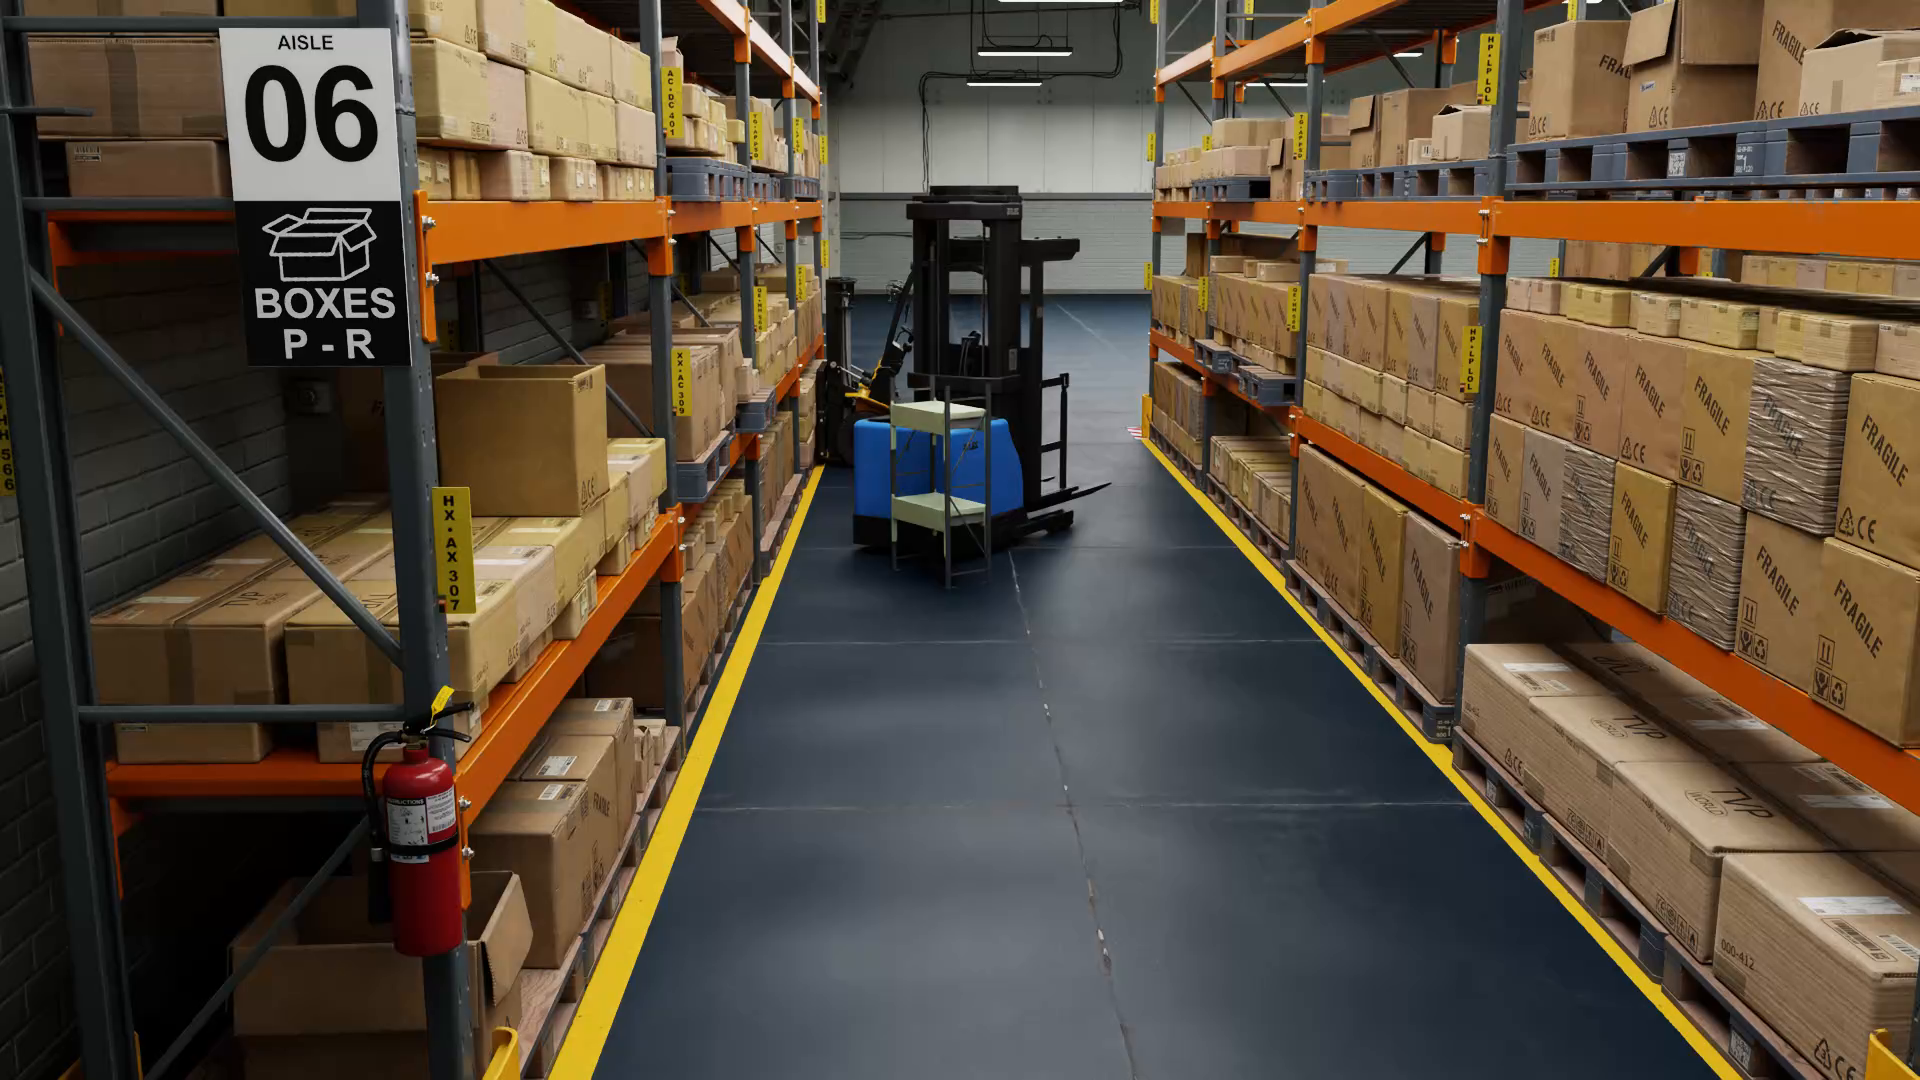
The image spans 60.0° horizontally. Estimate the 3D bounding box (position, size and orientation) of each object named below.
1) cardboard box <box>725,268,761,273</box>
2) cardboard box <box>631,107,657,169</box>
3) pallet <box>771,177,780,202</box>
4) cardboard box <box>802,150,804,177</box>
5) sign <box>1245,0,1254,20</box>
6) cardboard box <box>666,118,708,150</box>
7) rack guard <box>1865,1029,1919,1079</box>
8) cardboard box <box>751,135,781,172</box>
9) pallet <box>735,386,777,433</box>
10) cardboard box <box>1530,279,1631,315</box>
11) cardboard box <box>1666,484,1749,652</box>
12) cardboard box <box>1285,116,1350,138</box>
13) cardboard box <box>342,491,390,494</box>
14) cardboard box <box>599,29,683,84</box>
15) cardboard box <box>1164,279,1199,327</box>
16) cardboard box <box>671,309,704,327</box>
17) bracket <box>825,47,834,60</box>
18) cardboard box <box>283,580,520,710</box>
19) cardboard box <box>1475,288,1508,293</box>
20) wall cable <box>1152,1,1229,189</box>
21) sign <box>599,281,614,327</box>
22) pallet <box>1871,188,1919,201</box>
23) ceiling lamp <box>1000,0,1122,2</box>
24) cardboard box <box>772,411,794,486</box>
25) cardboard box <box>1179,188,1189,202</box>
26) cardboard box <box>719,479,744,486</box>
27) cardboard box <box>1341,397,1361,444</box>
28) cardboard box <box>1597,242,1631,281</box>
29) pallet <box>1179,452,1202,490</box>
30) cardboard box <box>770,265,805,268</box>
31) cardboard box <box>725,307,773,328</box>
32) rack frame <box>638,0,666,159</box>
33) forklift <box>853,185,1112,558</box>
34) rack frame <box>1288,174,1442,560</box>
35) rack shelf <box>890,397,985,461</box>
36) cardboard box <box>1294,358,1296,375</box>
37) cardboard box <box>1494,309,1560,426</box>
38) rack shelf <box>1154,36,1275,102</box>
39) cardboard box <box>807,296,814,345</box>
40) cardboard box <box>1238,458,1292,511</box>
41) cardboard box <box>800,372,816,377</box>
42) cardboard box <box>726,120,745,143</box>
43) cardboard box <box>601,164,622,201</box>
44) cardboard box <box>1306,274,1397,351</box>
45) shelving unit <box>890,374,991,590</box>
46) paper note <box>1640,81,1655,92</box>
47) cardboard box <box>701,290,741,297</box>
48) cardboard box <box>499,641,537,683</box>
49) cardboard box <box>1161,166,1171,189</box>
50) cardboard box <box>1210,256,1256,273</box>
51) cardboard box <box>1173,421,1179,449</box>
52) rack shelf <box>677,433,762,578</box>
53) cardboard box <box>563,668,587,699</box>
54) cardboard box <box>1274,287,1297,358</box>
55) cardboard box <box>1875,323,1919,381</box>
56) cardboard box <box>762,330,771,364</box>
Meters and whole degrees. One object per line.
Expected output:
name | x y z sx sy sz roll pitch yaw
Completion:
cardboard box | -2.357 -2.864 17.999 0.380 0.149 0.250 0 11 -1
cardboard box | -1.646 -1.788 7.414 0.500 0.250 0.500 0 11 -1
pallet | -2.040 -3.132 14.890 0.805 0.209 1.217 -1 11 -3
cardboard box | -1.799 -3.886 17.157 0.396 0.266 0.258 -1 11 -2
sign | 3.364 -6.221 19.343 0.100 0.325 0.005 0 11 -1
cardboard box | -1.485 -2.055 8.425 0.380 0.149 0.250 0 11 -1
rack guard | 3.139 1.663 4.605 1.175 0.500 0.348 0 11 -1
cardboard box | -1.797 -3.317 14.236 0.500 0.311 0.500 -1 11 -3
pallet | -1.905 -0.907 11.470 1.213 0.211 1.003 0 11 -1
cardboard box | 2.825 -1.104 7.560 0.380 0.149 0.250 0 11 0
cardboard box | 2.849 0.087 5.833 0.500 0.500 0.500 0 11 0
cardboard box | 3.073 -3.482 14.198 0.500 0.250 0.500 0 11 0
cardboard box | -2.140 -0.111 6.693 0.500 0.250 0.500 0 11 0
cardboard box | -1.563 -2.353 8.101 0.396 0.266 0.258 0 11 -2
cardboard box | 2.566 -2.643 18.541 0.500 0.500 0.500 0 11 -2
cardboard box | -2.262 -1.771 13.360 0.380 0.149 0.250 0 11 -1
bracket | -3.120 -11.466 38.890 0.076 0.066 4.783 0 11 -1
cardboard box | -1.564 0.291 4.711 0.500 0.250 0.500 0 11 -1
cardboard box | 3.289 -1.190 9.616 0.500 0.500 0.500 -1 11 -3
wall cable | 7.092 -13.781 50.802 2.305 6.003 0.169 0 11 -1
sign | -2.544 -1.700 11.985 0.100 0.325 0.005 0 11 -1
pallet | 7.854 -2.703 12.768 1.213 0.211 1.003 0 11 1
ceiling lamp | 1.553 -9.891 25.497 2.000 3.185 0.800 0 11 -1
cardboard box | -2.050 -0.869 15.717 0.875 0.625 0.625 0 11 1
cardboard box | 2.567 -3.718 17.929 0.380 0.149 0.250 -1 11 -3
cardboard box | -1.725 -0.337 11.778 0.380 0.149 0.250 -1 11 -4
cardboard box | 2.765 -0.779 10.732 0.500 0.250 0.500 0 11 1
cardboard box | 7.703 -3.096 18.681 0.875 0.550 0.550 0 11 -1
pallet | 2.842 -0.719 17.072 1.003 0.211 1.213 0 11 -1
cardboard box | -1.937 -3.018 18.760 0.380 0.149 0.250 0 11 -1
cardboard box | -1.738 -1.824 13.622 0.380 0.149 0.250 0 11 0
rack frame | -1.906 -3.281 7.598 1.000 3.000 0.127 0 11 -1
forklift | 0.336 -1.542 14.289 1.130 2.935 3.031 7 13 32
rack frame | 2.974 -1.157 12.218 1.000 3.000 0.127 0 11 -1
rack shelf | -0.152 -0.836 12.442 0.431 0.370 0.720 -8 14 -34
cardboard box | 2.732 -1.304 12.518 0.380 0.149 0.250 0 11 1
cardboard box | 2.824 -0.805 7.718 0.500 0.500 0.500 0 11 -1
rack shelf | 2.850 -4.936 17.573 1.077 0.370 4.000 0 11 -1
cardboard box | -1.848 -2.374 17.963 0.500 0.500 0.500 0 11 -1
cardboard box | 2.939 -0.485 14.458 0.950 0.372 0.625 0 11 1
cardboard box | -1.793 -1.682 18.149 0.500 0.250 0.500 0 11 -2
cardboard box | -1.686 -2.807 11.431 0.380 0.149 0.250 0 11 1
cardboard box | -1.604 -1.467 6.831 0.380 0.149 0.250 0 11 -1
cardboard box | 2.739 -1.597 11.621 0.500 0.500 0.500 -1 11 -3
shelving unit | -0.151 -0.454 12.520 0.431 1.500 0.755 -8 14 -34
paper note | 2.514 -1.660 6.086 0.006 0.032 0.123 0 11 -1
cardboard box | -2.335 -2.361 16.269 0.380 0.149 0.250 0 11 -1
cardboard box | -1.592 0.358 5.382 0.380 0.149 0.250 0 11 1
cardboard box | 2.553 -4.088 18.752 0.500 0.250 0.500 0 11 -2
cardboard box | 2.547 -2.576 15.524 0.380 0.149 0.250 0 11 -1
cardboard box | 2.583 -1.134 17.963 0.500 0.250 0.500 0 11 0
rack shelf | -1.948 -0.386 10.226 1.077 0.370 4.000 0 11 -1
cardboard box | -2.212 0.582 8.877 0.500 0.500 0.500 0 11 -1
cardboard box | 2.686 -1.647 12.577 0.500 0.500 0.500 -1 11 -3
cardboard box | 2.902 -0.545 4.802 0.380 0.149 0.250 0 11 0
cardboard box | -1.763 -1.496 13.010 0.500 0.250 0.500 0 11 1
